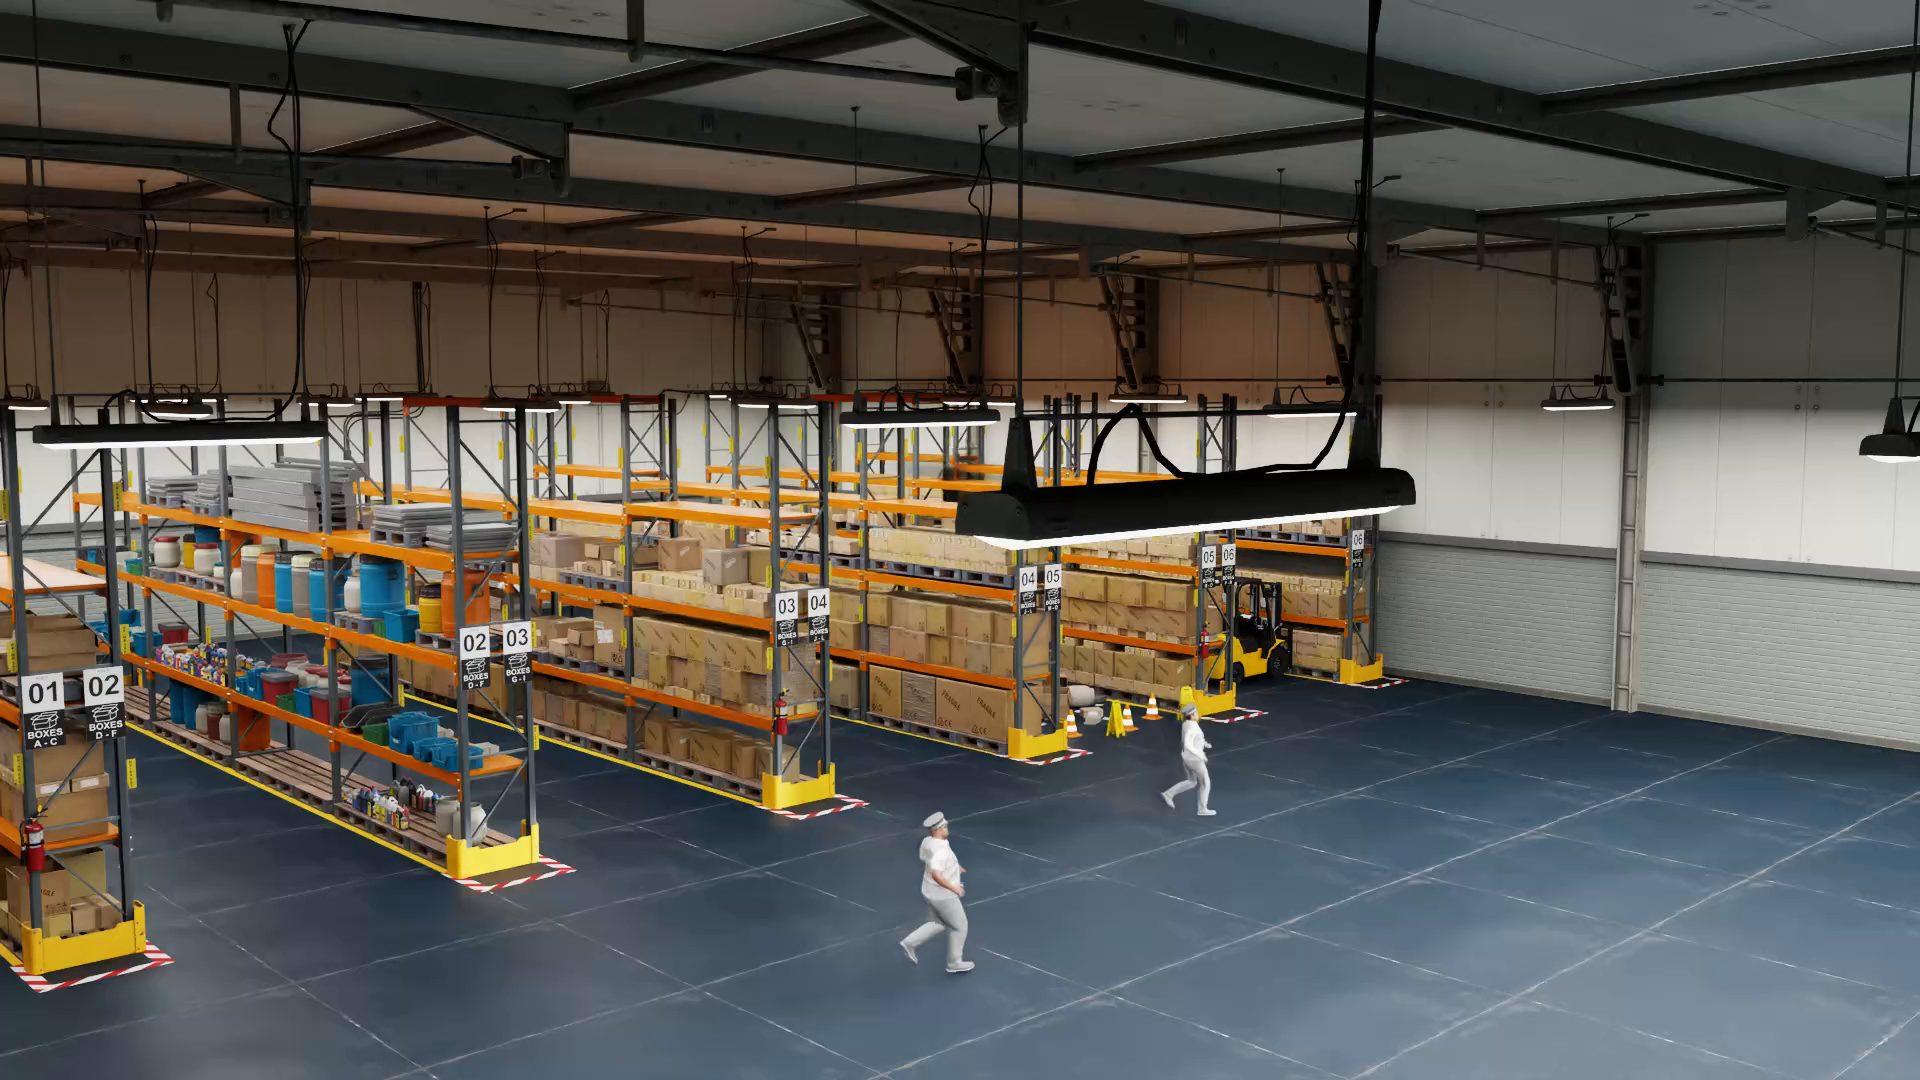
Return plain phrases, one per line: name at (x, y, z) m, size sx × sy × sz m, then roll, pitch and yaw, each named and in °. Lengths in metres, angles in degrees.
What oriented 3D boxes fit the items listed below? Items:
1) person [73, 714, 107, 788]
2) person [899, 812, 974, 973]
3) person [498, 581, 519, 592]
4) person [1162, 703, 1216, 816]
person at (-13.522, 3.021, 26.030) m, size 0.760 × 1.628 × 0.549 m, roll 4°, pitch 7°, yaw 38°
person at (-0.221, 3.750, 17.687) m, size 0.792 × 1.745 × 0.674 m, roll -2°, pitch 6°, yaw -22°
person at (-10.868, 1.627, 39.915) m, size 0.726 × 1.814 × 0.806 m, roll 1°, pitch 6°, yaw 12°
person at (3.335, 3.175, 24.068) m, size 0.785 × 1.662 × 0.625 m, roll -1°, pitch 6°, yaw -7°
